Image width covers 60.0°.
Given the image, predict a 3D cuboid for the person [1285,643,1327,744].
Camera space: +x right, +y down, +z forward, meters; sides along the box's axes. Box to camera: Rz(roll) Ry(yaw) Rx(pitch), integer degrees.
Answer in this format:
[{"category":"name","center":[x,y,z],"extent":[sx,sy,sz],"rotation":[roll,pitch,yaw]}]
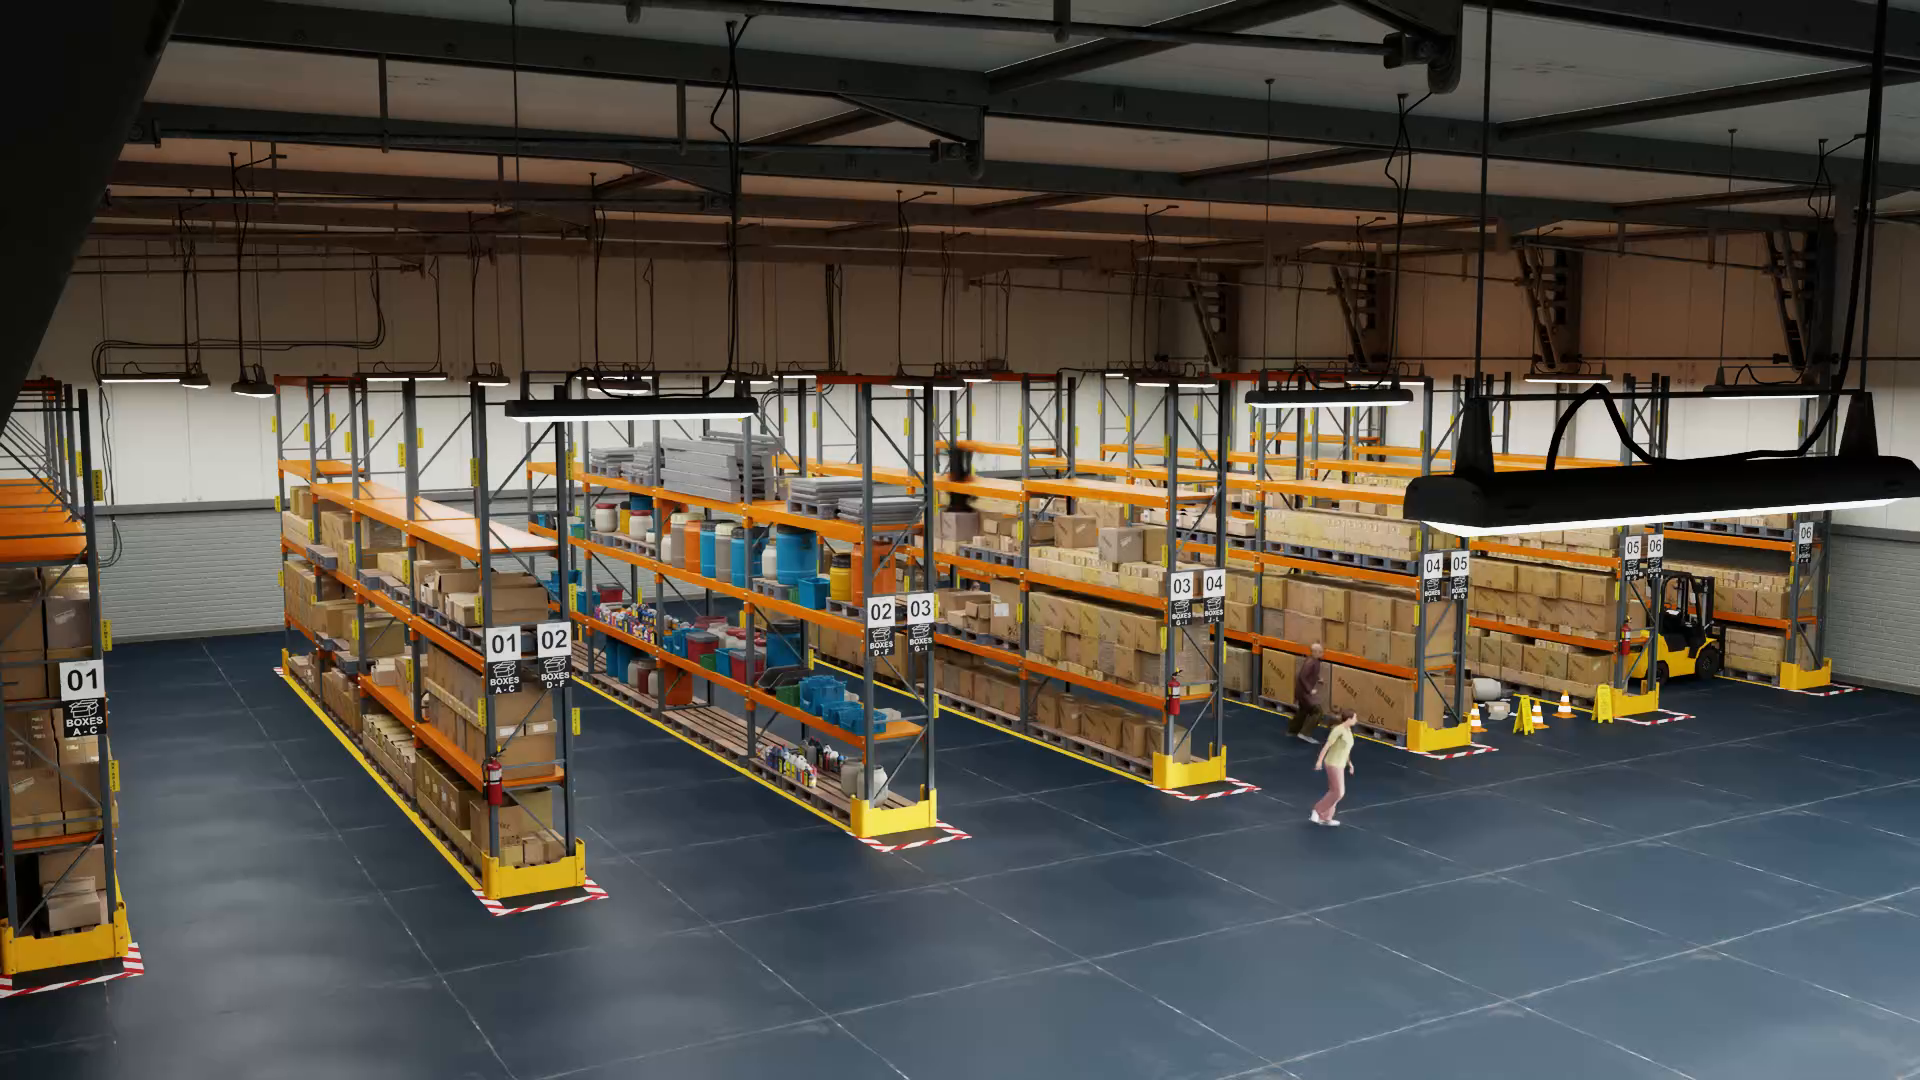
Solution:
[{"category":"person","center":[5.702,2.520,27.454],"extent":[0.673,1.695,0.745],"rotation":[2,6,16]}]

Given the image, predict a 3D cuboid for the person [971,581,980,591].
[{"category":"person","center":[0.304,1.678,33.585],"extent":[0.627,1.708,0.735],"rotation":[-5,8,-36]}]

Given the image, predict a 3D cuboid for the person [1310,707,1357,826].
[{"category":"person","center":[5.056,3.067,22.506],"extent":[0.521,1.635,0.621],"rotation":[4,7,32]}]
